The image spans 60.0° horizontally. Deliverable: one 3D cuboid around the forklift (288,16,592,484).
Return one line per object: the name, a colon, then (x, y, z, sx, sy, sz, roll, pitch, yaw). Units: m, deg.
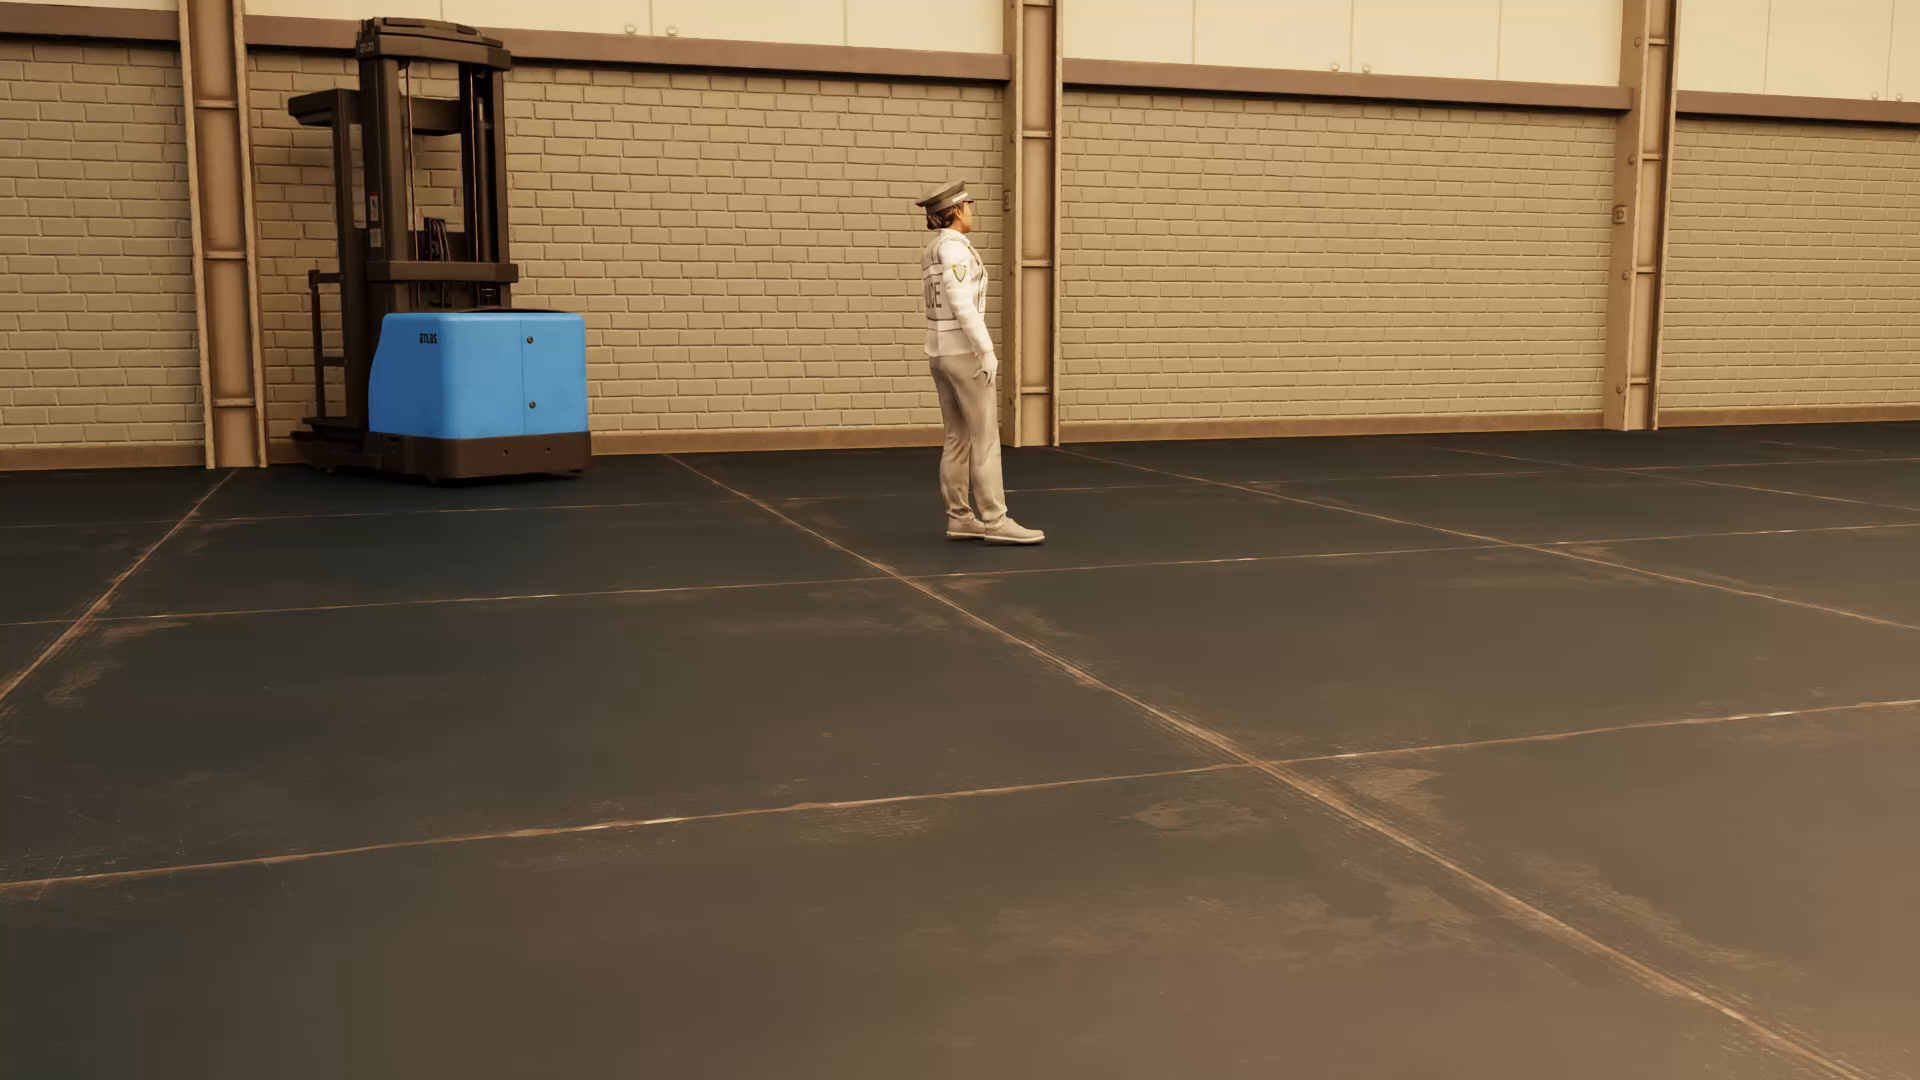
forklift: (-3.809, -1.943, 11.335, 3.031, 2.935, 1.130, 7, 11, 44)

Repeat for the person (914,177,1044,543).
person: (0.067, -0.849, 7.824, 0.531, 1.695, 0.587, -3, 8, -18)
